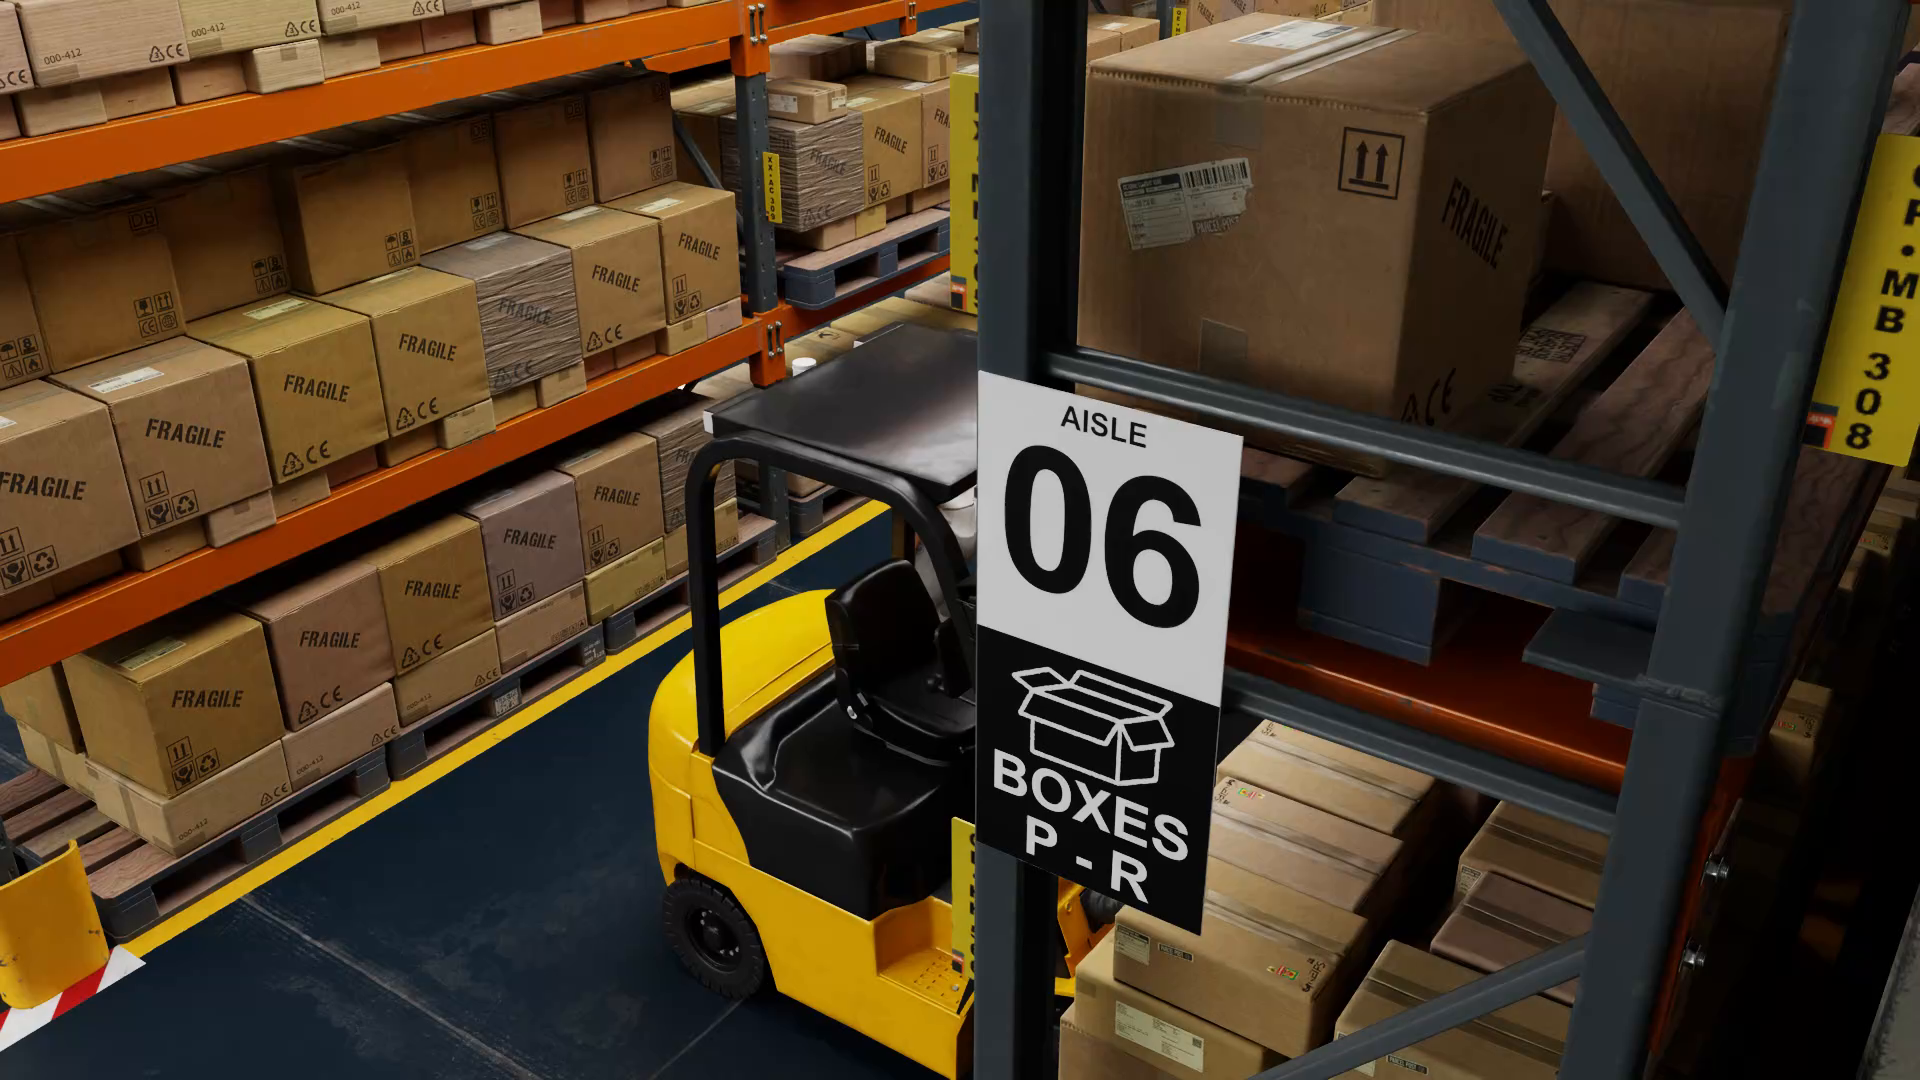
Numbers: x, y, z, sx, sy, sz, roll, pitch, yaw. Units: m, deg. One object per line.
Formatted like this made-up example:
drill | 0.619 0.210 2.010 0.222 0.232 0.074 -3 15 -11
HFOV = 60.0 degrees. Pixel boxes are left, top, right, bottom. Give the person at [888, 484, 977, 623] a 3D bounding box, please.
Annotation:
person | -0.111 -0.049 7.154 0.479 1.619 0.496 3 27 6
